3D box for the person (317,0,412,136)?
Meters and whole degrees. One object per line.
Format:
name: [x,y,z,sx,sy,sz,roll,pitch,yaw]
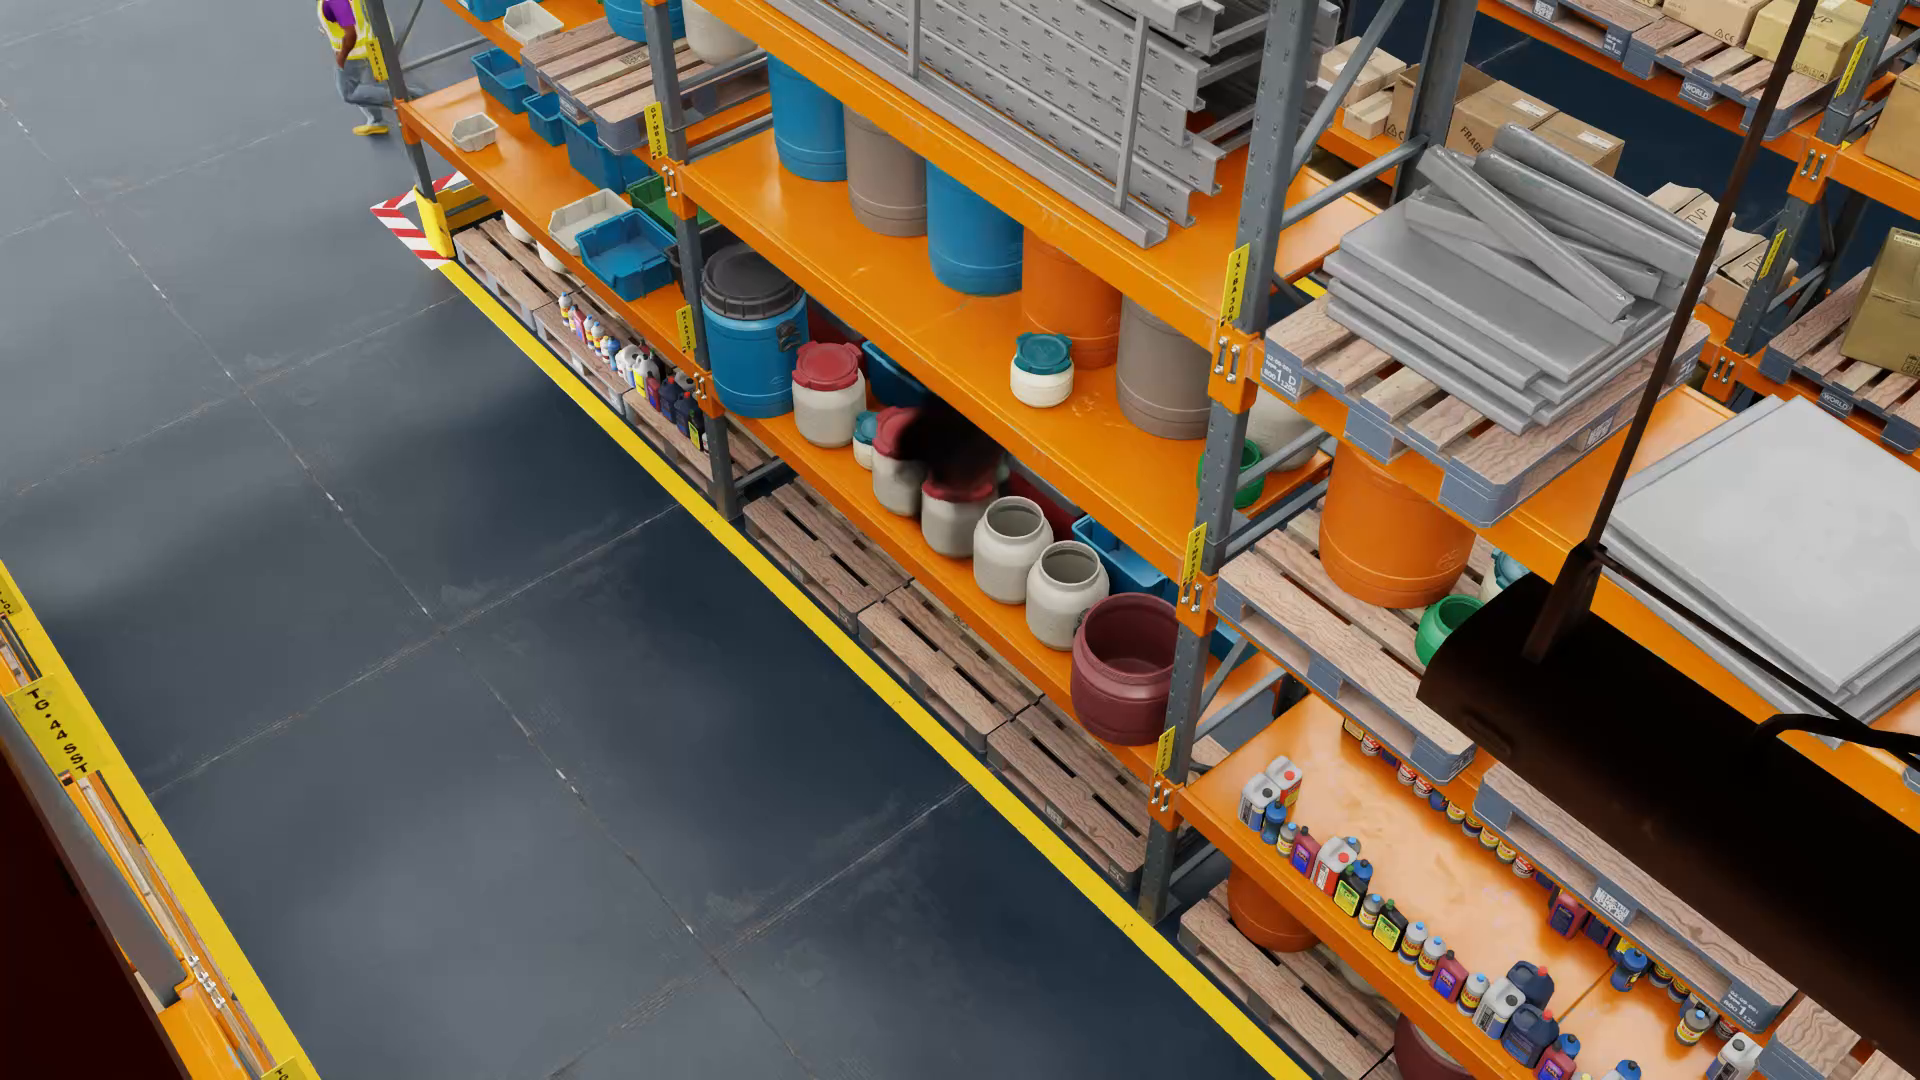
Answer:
person: [-4.948,-4.067,13.677,0.631,1.728,0.748,-6,47,-5]
